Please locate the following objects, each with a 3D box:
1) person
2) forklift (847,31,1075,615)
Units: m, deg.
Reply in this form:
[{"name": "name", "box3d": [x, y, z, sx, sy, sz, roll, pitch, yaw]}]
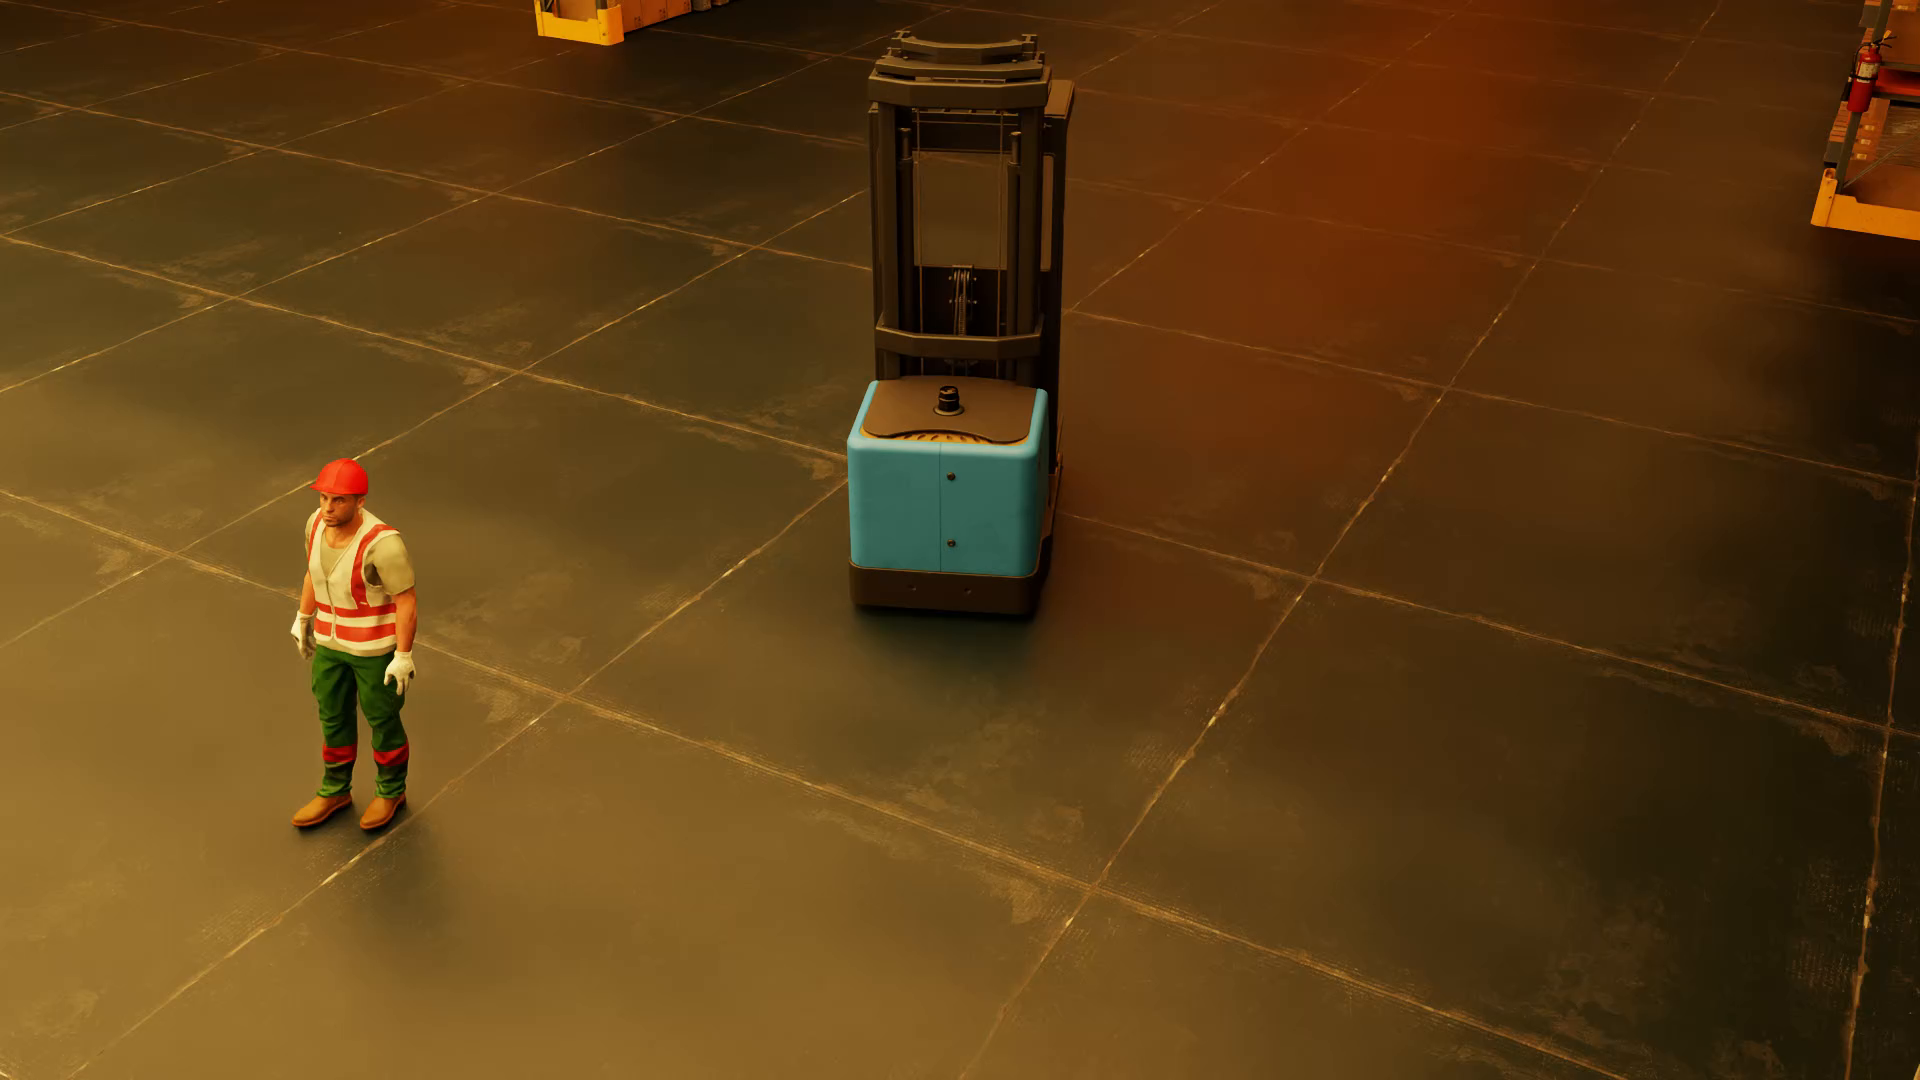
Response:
[{"name": "person", "box3d": [-2.714, 0.491, 7.348, 0.638, 1.787, 0.564, 13, 32, 21]}, {"name": "forklift", "box3d": [0.072, -1.572, 9.794, 1.130, 2.935, 3.031, 3, 30, 6]}]
